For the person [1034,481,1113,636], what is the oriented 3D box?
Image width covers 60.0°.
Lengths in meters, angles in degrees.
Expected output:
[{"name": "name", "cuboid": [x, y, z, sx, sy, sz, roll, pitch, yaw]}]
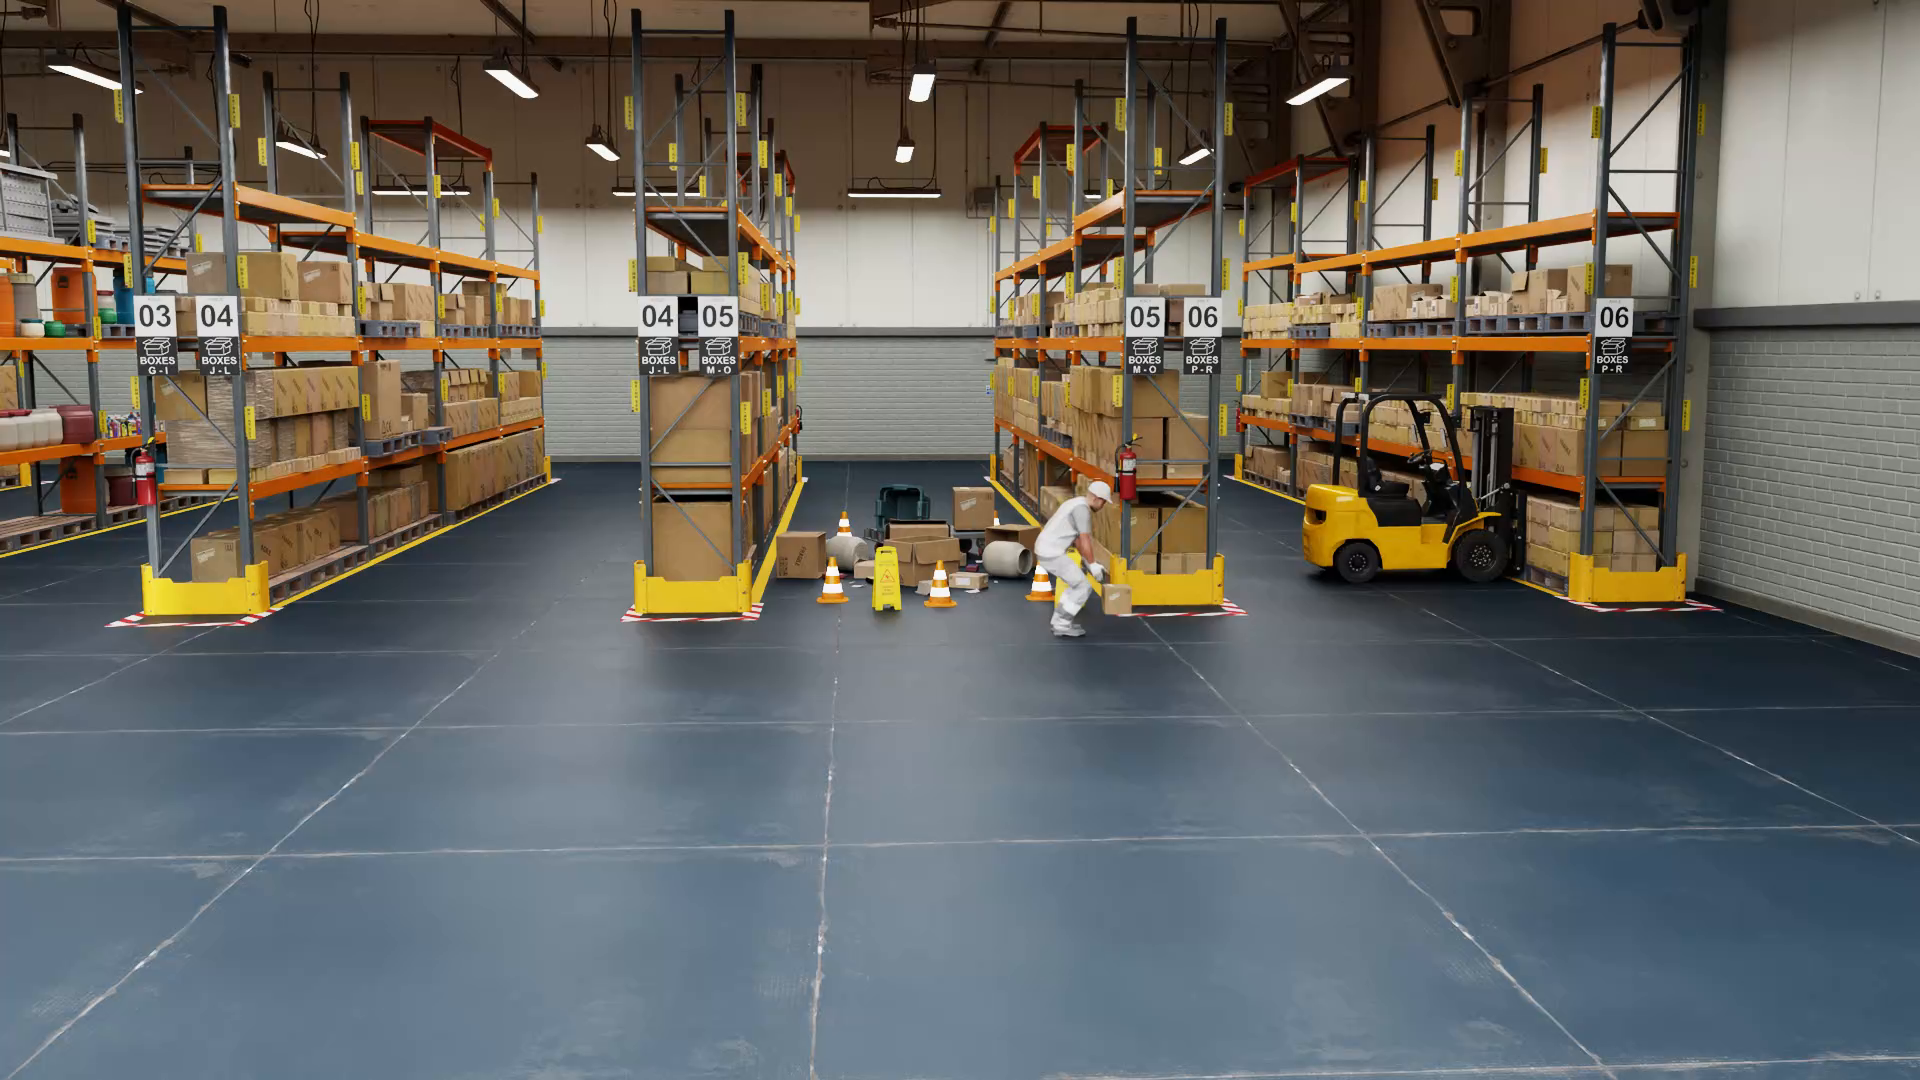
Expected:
[{"name": "person", "cuboid": [1.070, 0.165, 15.715, 0.749, 1.443, 0.583, 0, 7, -4]}]
